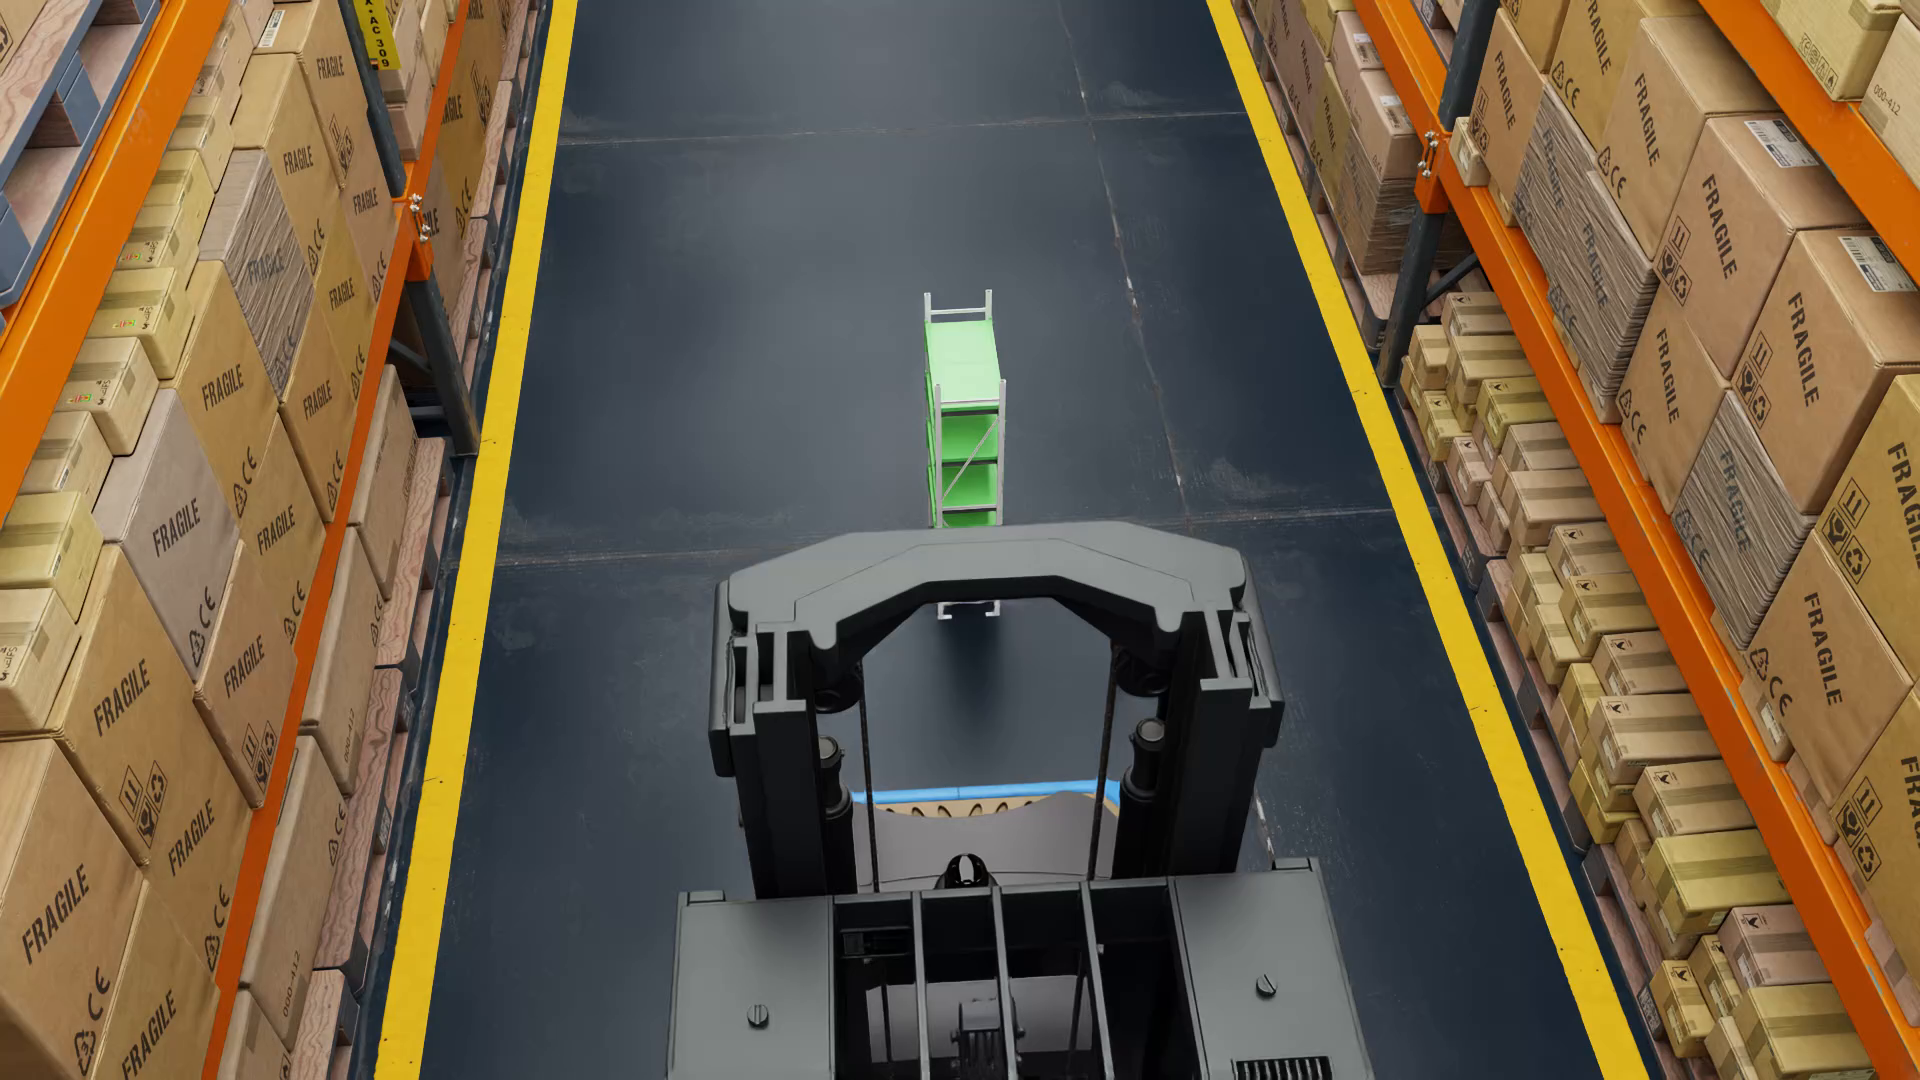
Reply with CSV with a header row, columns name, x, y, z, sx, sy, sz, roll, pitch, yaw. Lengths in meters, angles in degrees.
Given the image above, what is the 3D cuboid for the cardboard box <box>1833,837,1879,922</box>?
name,x,y,z,sx,sy,sz,roll,pitch,yaw
cardboard box,2.411,0.806,4.094,0.380,0.149,0.250,-4,47,-3

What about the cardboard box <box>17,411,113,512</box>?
name,x,y,z,sx,sy,sz,roll,pitch,yaw
cardboard box,-2.090,-0.137,3.610,0.380,0.149,0.250,-3,47,-3

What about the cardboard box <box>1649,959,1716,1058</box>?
name,x,y,z,sx,sy,sz,roll,pitch,yaw
cardboard box,2.329,1.408,5.025,0.380,0.149,0.250,-2,47,-2

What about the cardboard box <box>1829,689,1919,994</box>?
name,x,y,z,sx,sy,sz,roll,pitch,yaw
cardboard box,2.409,0.674,3.772,0.500,0.500,0.500,-3,47,-2

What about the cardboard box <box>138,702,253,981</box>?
name,x,y,z,sx,sy,sz,roll,pitch,yaw
cardboard box,-2.046,0.731,3.923,0.500,0.500,0.500,-4,47,-4

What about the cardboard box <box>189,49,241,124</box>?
name,x,y,z,sx,sy,sz,roll,pitch,yaw
cardboard box,-2.249,-1.237,4.651,0.380,0.149,0.250,-4,47,-4

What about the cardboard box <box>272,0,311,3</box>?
name,x,y,z,sx,sy,sz,roll,pitch,yaw
cardboard box,-2.213,-1.797,5.182,0.380,0.149,0.250,-4,47,-4

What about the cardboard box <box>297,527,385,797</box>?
name,x,y,z,sx,sy,sz,roll,pitch,yaw
cardboard box,-2.535,0.445,5.738,0.875,0.438,0.875,-5,47,-4

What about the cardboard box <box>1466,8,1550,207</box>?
name,x,y,z,sx,sy,sz,roll,pitch,yaw
cardboard box,2.158,-1.537,5.866,0.500,0.500,0.500,-4,47,-4

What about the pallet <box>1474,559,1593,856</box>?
name,x,y,z,sx,sy,sz,roll,pitch,yaw
pallet,2.565,0.554,6.080,1.003,0.211,1.213,-3,47,-3

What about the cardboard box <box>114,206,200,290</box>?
name,x,y,z,sx,sy,sz,roll,pitch,yaw
cardboard box,-2.134,-0.692,4.135,0.380,0.149,0.250,-3,47,-3

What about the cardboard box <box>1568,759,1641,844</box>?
name,x,y,z,sx,sy,sz,roll,pitch,yaw
cardboard box,2.275,0.853,5.550,0.380,0.149,0.250,-5,47,-5

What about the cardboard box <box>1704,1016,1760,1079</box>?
name,x,y,z,sx,sy,sz,roll,pitch,yaw
cardboard box,2.374,1.489,4.743,0.380,0.149,0.250,-5,47,-4

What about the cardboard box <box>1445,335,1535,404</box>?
name,x,y,z,sx,sy,sz,roll,pitch,yaw
cardboard box,2.154,-0.678,6.590,0.380,0.149,0.250,-1,47,-1

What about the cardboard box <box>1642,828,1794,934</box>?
name,x,y,z,sx,sy,sz,roll,pitch,yaw
cardboard box,2.294,1.019,4.983,0.380,0.149,0.250,-4,47,-4

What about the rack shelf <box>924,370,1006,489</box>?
name,x,y,z,sx,sy,sz,roll,pitch,yaw
rack shelf,0.014,-0.414,6.073,0.258,0.148,0.480,-3,47,-3

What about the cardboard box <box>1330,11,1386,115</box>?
name,x,y,z,sx,sy,sz,roll,pitch,yaw
cardboard box,2.024,-2.213,7.695,0.500,0.250,0.500,-1,47,-1

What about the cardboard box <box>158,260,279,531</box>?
name,x,y,z,sx,sy,sz,roll,pitch,yaw
cardboard box,-2.121,-0.355,4.262,0.500,0.500,0.500,-3,47,-3

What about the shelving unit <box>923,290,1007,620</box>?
name,x,y,z,sx,sy,sz,roll,pitch,yaw
shelving unit,0.014,-0.293,6.201,0.258,1.200,0.503,-3,47,-3

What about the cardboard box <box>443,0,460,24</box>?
name,x,y,z,sx,sy,sz,roll,pitch,yaw
cardboard box,-2.402,-2.429,7.087,0.500,0.250,0.500,-4,47,-4

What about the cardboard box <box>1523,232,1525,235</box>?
name,x,y,z,sx,sy,sz,roll,pitch,yaw
cardboard box,2.236,-1.090,5.890,0.380,0.149,0.250,-5,47,-5

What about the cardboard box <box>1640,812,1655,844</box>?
name,x,y,z,sx,sy,sz,roll,pitch,yaw
cardboard box,2.409,0.913,5.289,0.380,0.149,0.250,-4,47,-4

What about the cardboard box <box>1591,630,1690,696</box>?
name,x,y,z,sx,sy,sz,roll,pitch,yaw
cardboard box,2.346,0.440,5.532,0.380,0.149,0.250,-5,47,-5

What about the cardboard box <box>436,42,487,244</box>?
name,x,y,z,sx,sy,sz,roll,pitch,yaw
cardboard box,-2.771,-1.910,7.667,0.875,0.875,0.875,-2,47,-2

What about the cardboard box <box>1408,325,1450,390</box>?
name,x,y,z,sx,sy,sz,roll,pitch,yaw
cardboard box,2.079,-0.758,6.872,0.380,0.149,0.250,-2,47,-1

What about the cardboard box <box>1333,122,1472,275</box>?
name,x,y,z,sx,sy,sz,roll,pitch,yaw
cardboard box,2.055,-1.579,7.612,0.500,0.500,0.500,-4,47,-4

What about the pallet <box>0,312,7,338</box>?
name,x,y,z,sx,sy,sz,roll,pitch,yaw
pallet,-2.294,-0.043,2.720,1.003,0.211,1.213,-3,47,-3

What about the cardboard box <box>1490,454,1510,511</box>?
name,x,y,z,sx,sy,sz,roll,pitch,yaw
cardboard box,2.266,-0.211,6.353,0.380,0.149,0.250,-6,47,-5

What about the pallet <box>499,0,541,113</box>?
name,x,y,z,sx,sy,sz,roll,pitch,yaw
pallet,-2.900,-2.760,9.218,1.003,0.211,1.213,-3,47,-3

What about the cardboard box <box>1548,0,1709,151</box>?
name,x,y,z,sx,sy,sz,roll,pitch,yaw
cardboard box,2.222,-1.539,5.179,0.500,0.500,0.500,-5,47,-4

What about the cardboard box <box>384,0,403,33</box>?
name,x,y,z,sx,sy,sz,roll,pitch,yaw
cardboard box,-2.307,-2.114,5.928,0.500,0.500,0.500,-3,47,-3

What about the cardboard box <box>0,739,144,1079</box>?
name,x,y,z,sx,sy,sz,roll,pitch,yaw
cardboard box,-1.978,0.752,3.215,0.500,0.500,0.500,-4,47,-4

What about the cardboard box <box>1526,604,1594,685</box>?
name,x,y,z,sx,sy,sz,roll,pitch,yaw
cardboard box,2.219,0.356,5.817,0.380,0.149,0.250,-3,47,-3

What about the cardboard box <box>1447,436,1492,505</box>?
name,x,y,z,sx,sy,sz,roll,pitch,yaw
cardboard box,2.173,-0.286,6.629,0.380,0.149,0.250,-4,47,-3

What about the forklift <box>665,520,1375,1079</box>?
name,x,y,z,sx,sy,sz,roll,pitch,yaw
forklift,0.089,1.488,3.322,1.130,2.935,3.031,-3,47,-3

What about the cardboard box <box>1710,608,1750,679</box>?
name,x,y,z,sx,sy,sz,roll,pitch,yaw
cardboard box,2.337,0.250,4.621,0.380,0.149,0.250,-5,47,-5

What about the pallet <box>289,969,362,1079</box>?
name,x,y,z,sx,sy,sz,roll,pitch,yaw
pallet,-2.366,1.879,4.825,1.003,0.211,1.213,-3,47,-3

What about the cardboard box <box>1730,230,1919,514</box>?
name,x,y,z,sx,sy,sz,roll,pitch,yaw
cardboard box,2.322,-0.418,4.118,0.500,0.500,0.500,-1,47,-1

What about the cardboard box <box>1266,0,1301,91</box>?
name,x,y,z,sx,sy,sz,roll,pitch,yaw
cardboard box,1.931,-2.691,8.665,0.500,0.500,0.500,-5,47,-4

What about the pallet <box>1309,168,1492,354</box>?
name,x,y,z,sx,sy,sz,roll,pitch,yaw
pallet,2.301,-1.378,7.910,1.003,0.211,1.213,-3,47,-3

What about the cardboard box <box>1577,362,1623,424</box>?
name,x,y,z,sx,sy,sz,roll,pitch,yaw
cardboard box,2.224,-0.513,5.343,0.380,0.149,0.250,-2,47,-2

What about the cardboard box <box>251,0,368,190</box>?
name,x,y,z,sx,sy,sz,roll,pitch,yaw
cardboard box,-2.241,-1.453,5.303,0.500,0.500,0.500,-4,47,-4

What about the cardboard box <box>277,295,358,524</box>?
name,x,y,z,sx,sy,sz,roll,pitch,yaw
cardboard box,-2.157,-0.379,4.974,0.500,0.500,0.500,-4,47,-4

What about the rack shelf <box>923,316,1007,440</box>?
name,x,y,z,sx,sy,sz,roll,pitch,yaw
rack shelf,0.014,-0.579,5.899,0.258,0.148,0.480,-3,47,-3

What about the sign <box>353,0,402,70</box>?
name,x,y,z,sx,sy,sz,roll,pitch,yaw
sign,-2.003,-1.759,5.700,0.100,0.325,0.005,-3,47,-3

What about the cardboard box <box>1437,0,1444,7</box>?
name,x,y,z,sx,sy,sz,roll,pitch,yaw
cardboard box,2.115,-2.295,6.741,0.380,0.149,0.250,-3,47,-3

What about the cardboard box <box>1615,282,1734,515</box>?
name,x,y,z,sx,sy,sz,roll,pitch,yaw
cardboard box,2.287,-0.426,4.814,0.500,0.500,0.500,-1,47,-1

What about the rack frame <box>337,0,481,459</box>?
name,x,y,z,sx,sy,sz,roll,pitch,yaw
rack frame,-2.556,-1.400,6.010,1.000,3.000,0.127,-3,47,-3

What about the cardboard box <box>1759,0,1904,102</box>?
name,x,y,z,sx,sy,sz,roll,pitch,yaw
cardboard box,2.259,-1.284,3.938,0.500,0.250,0.500,-2,47,-2

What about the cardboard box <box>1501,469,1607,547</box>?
name,x,y,z,sx,sy,sz,roll,pitch,yaw
cardboard box,2.209,-0.121,6.063,0.380,0.149,0.250,-3,47,-2

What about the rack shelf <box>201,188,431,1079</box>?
name,x,y,z,sx,sy,sz,roll,pitch,yaw
rack shelf,-2.389,0.295,4.900,1.077,0.370,4.000,-3,47,-3

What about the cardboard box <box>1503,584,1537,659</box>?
name,x,y,z,sx,sy,sz,roll,pitch,yaw
cardboard box,2.227,0.282,6.092,0.380,0.149,0.250,-5,47,-4
